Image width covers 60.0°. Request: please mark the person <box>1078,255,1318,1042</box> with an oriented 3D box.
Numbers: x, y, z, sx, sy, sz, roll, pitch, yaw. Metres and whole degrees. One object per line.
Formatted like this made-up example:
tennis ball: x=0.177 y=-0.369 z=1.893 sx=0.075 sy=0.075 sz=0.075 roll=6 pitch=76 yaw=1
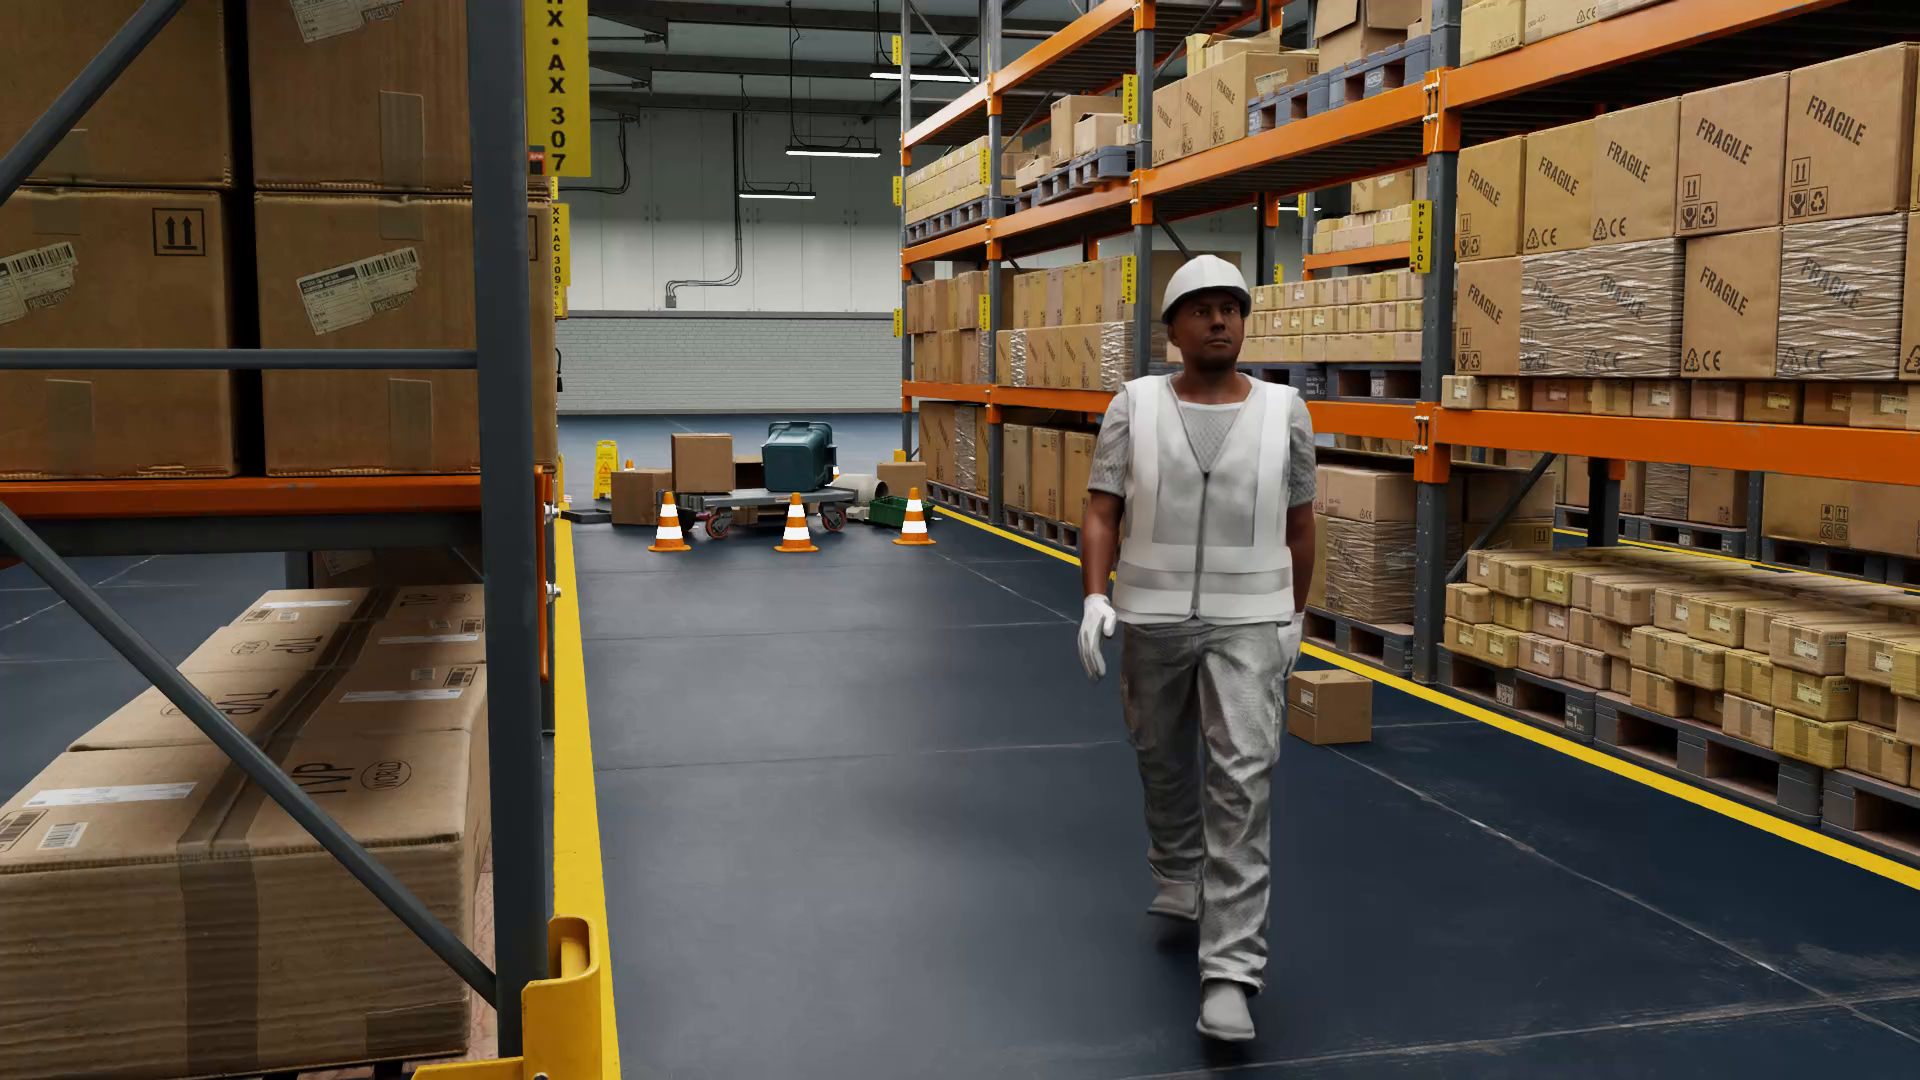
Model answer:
person: x=0.558 y=0.197 z=3.937 sx=0.545 sy=1.735 sz=1.037 roll=1 pitch=6 yaw=13
